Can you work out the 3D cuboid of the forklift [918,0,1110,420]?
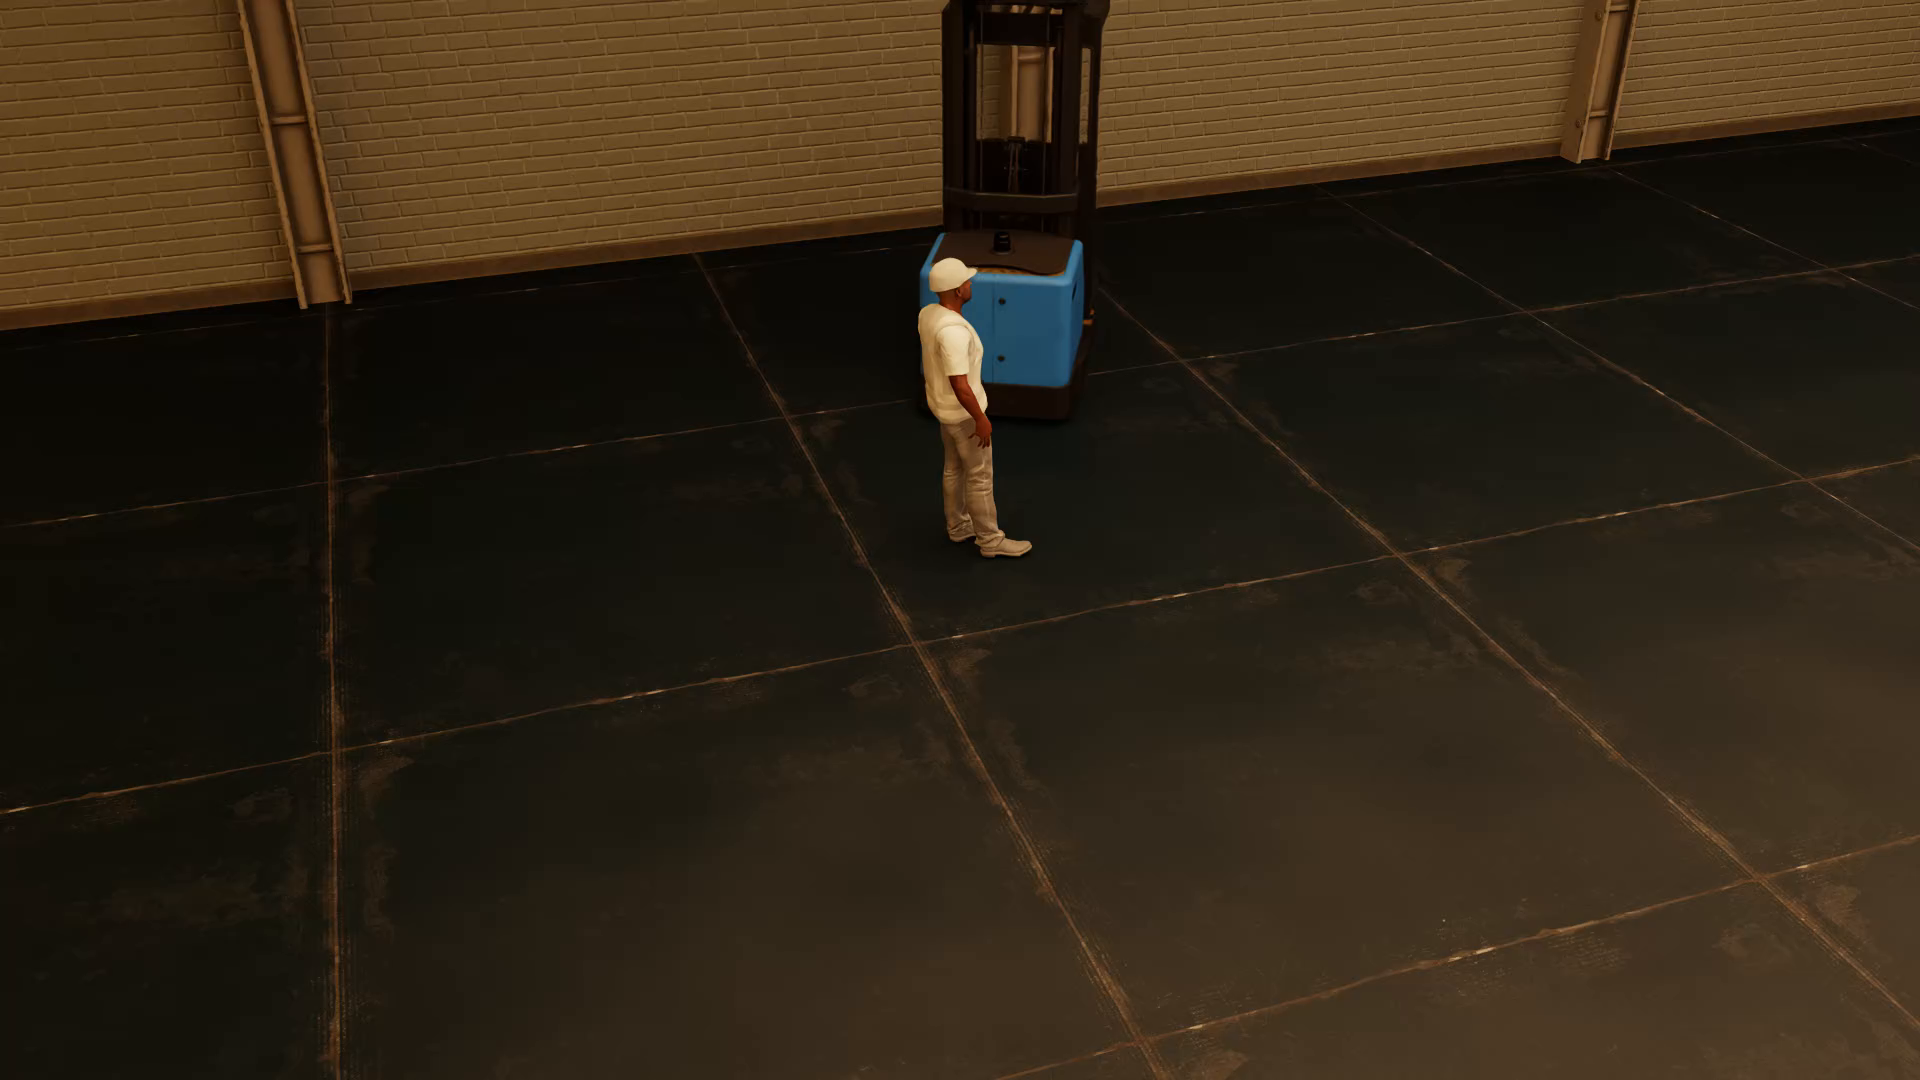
[{"bbox_3d":[0.459,-2.802,11.957,1.130,2.935,3.031,5,30,8],"label":"forklift"}]

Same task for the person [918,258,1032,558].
[{"bbox_3d":[0.068,-0.779,9.596,0.576,1.765,0.665,-10,31,-16],"label":"person"}]
